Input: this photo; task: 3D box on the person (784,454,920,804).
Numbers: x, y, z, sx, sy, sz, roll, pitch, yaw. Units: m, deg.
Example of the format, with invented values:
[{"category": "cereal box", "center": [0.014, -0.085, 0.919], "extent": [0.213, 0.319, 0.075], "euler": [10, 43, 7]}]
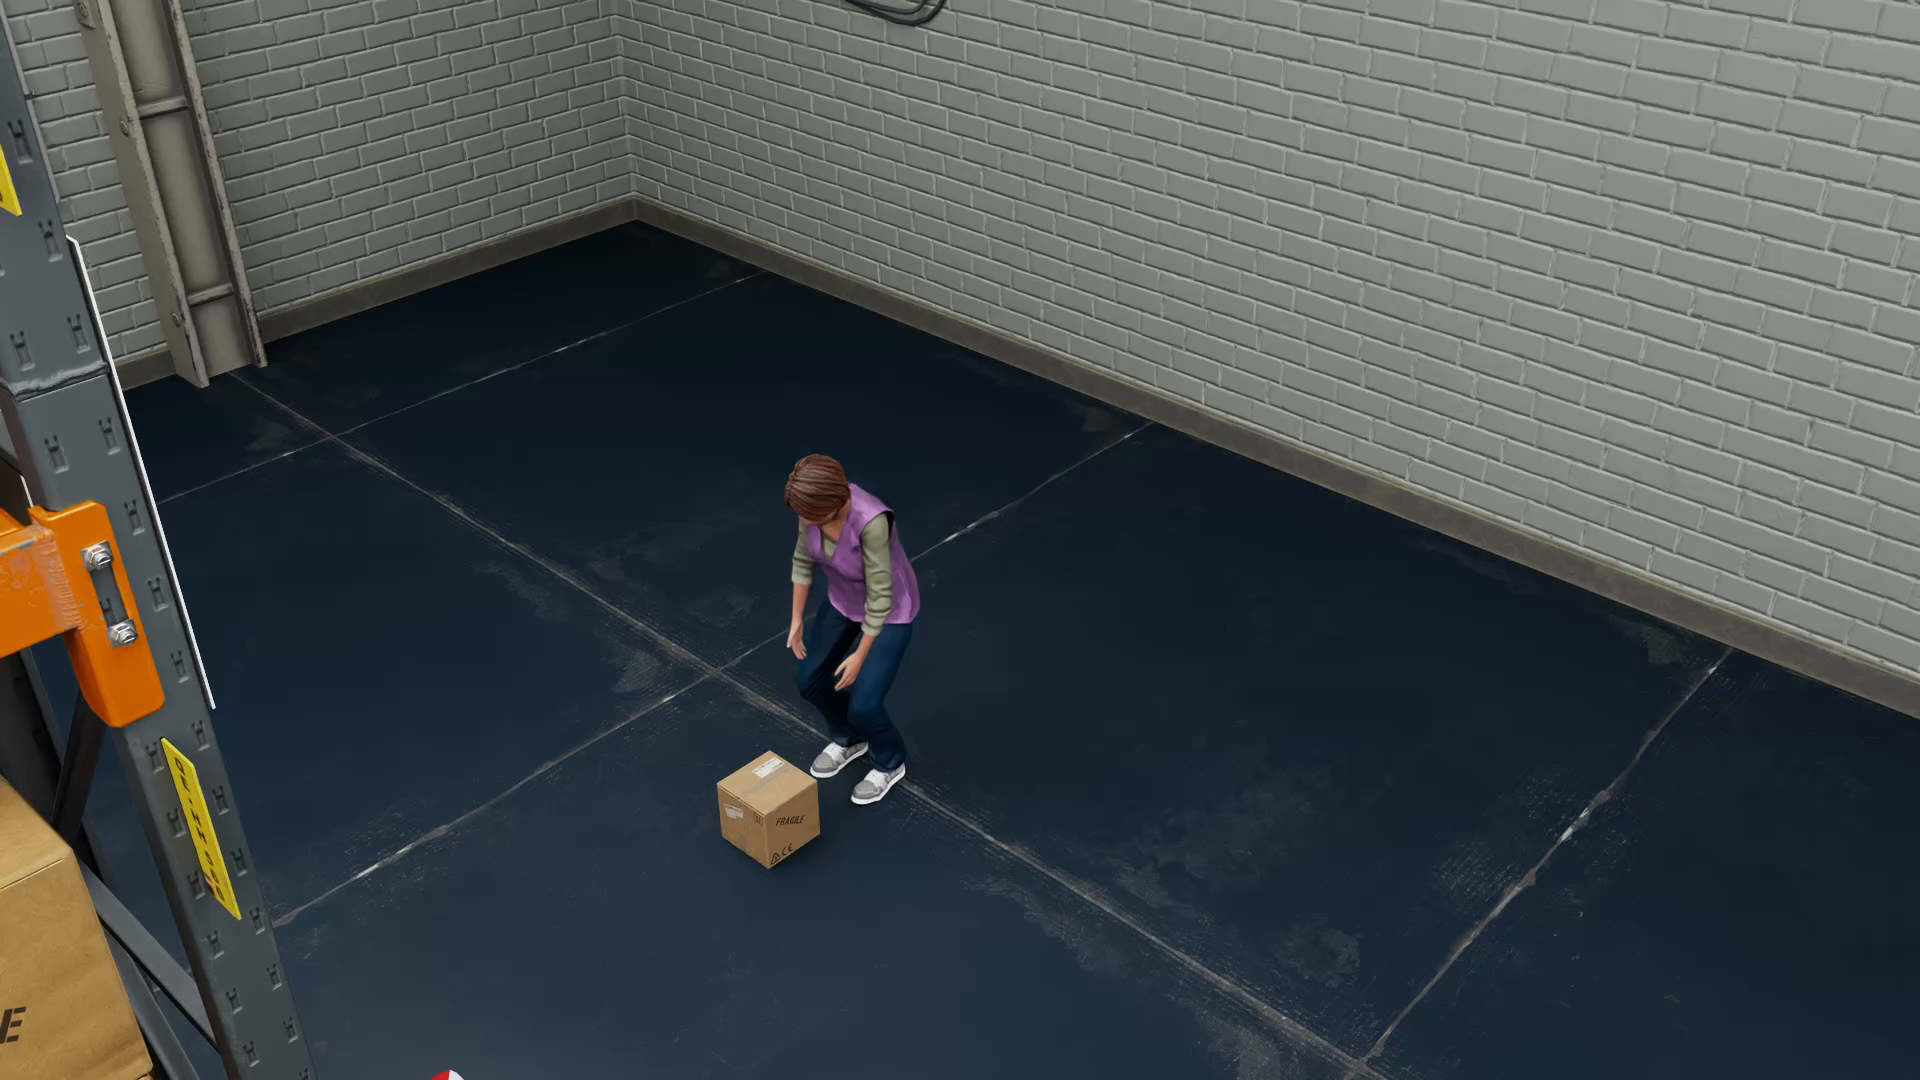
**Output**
[{"category": "person", "center": [-0.366, 0.293, 5.828], "extent": [0.454, 1.444, 0.540], "euler": [26, 40, 35]}]
